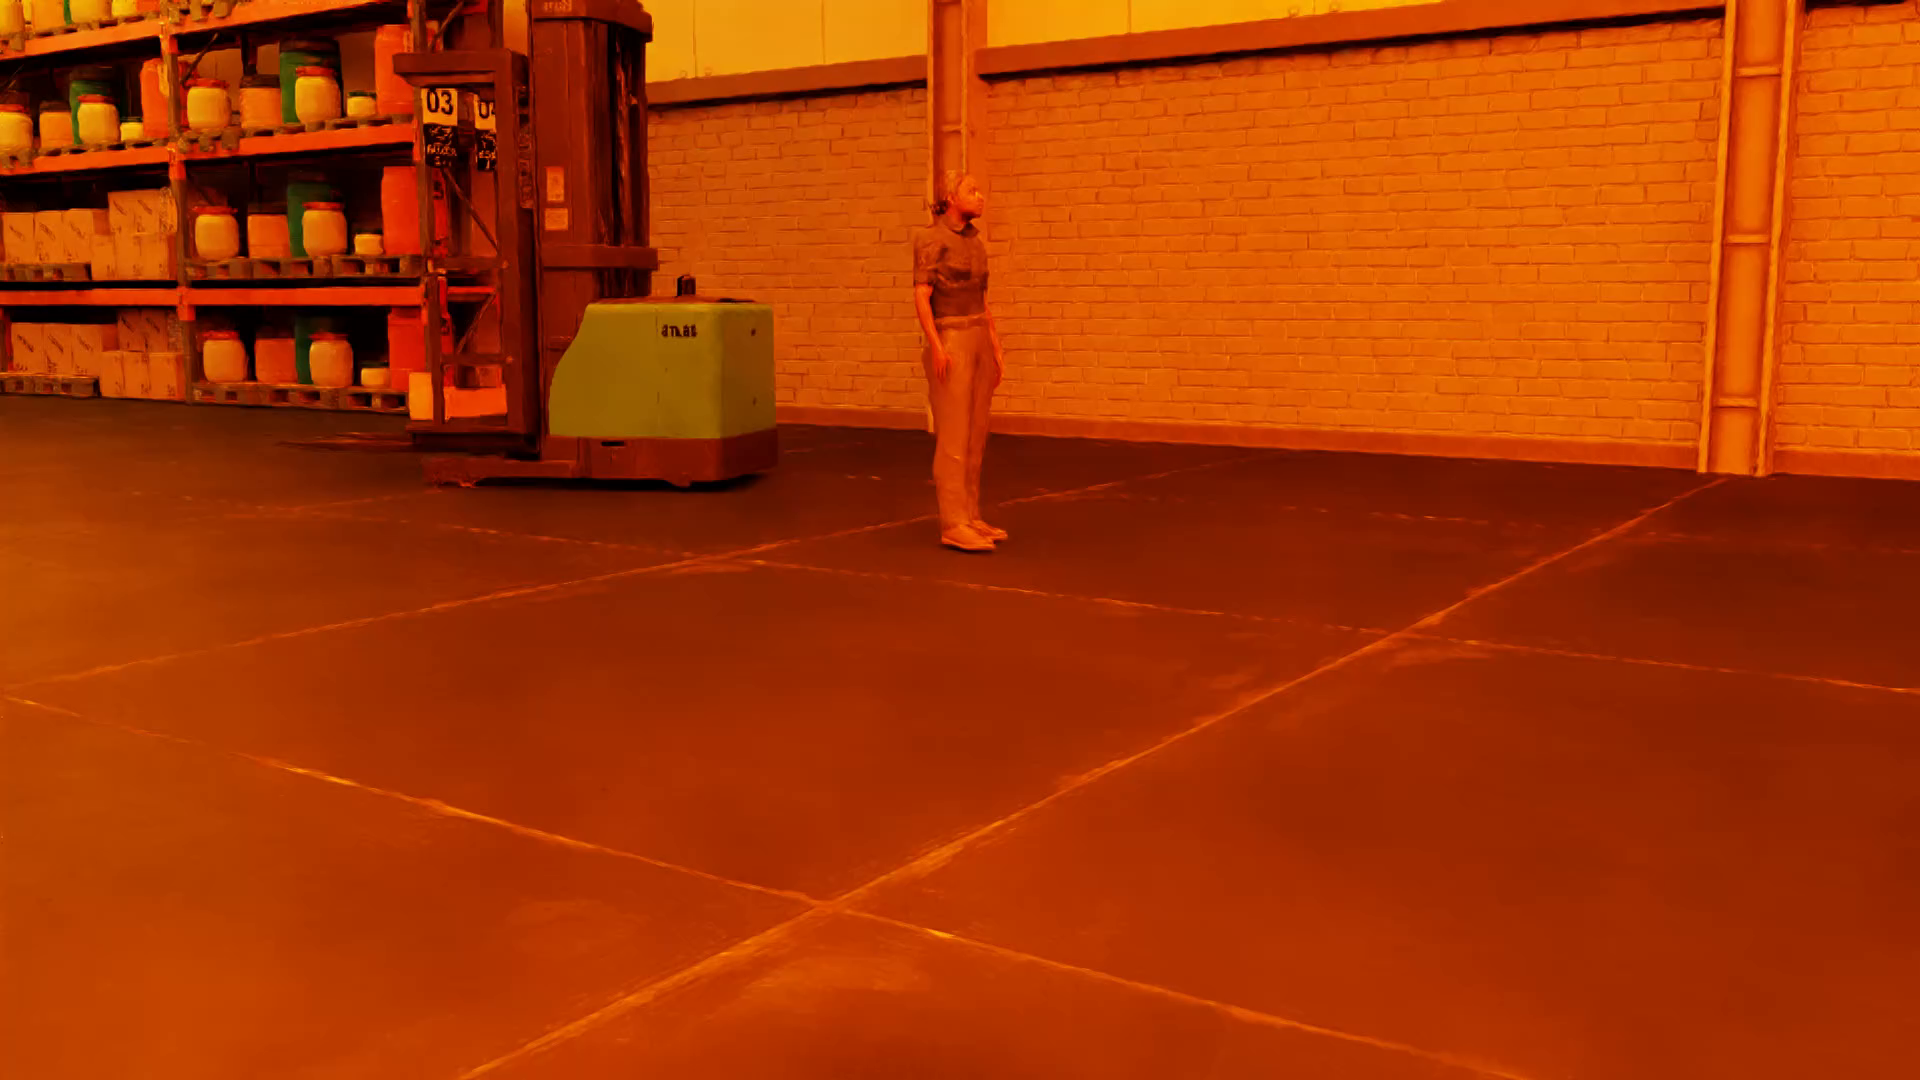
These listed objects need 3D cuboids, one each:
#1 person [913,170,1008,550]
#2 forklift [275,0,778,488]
[{"bbox_3d":[0.062,-0.817,7.421,0.503,1.654,0.570,5,10,34],"label":"person"},{"bbox_3d":[-2.707,-1.837,10.113,3.031,2.935,1.130,2,8,14],"label":"forklift"}]
